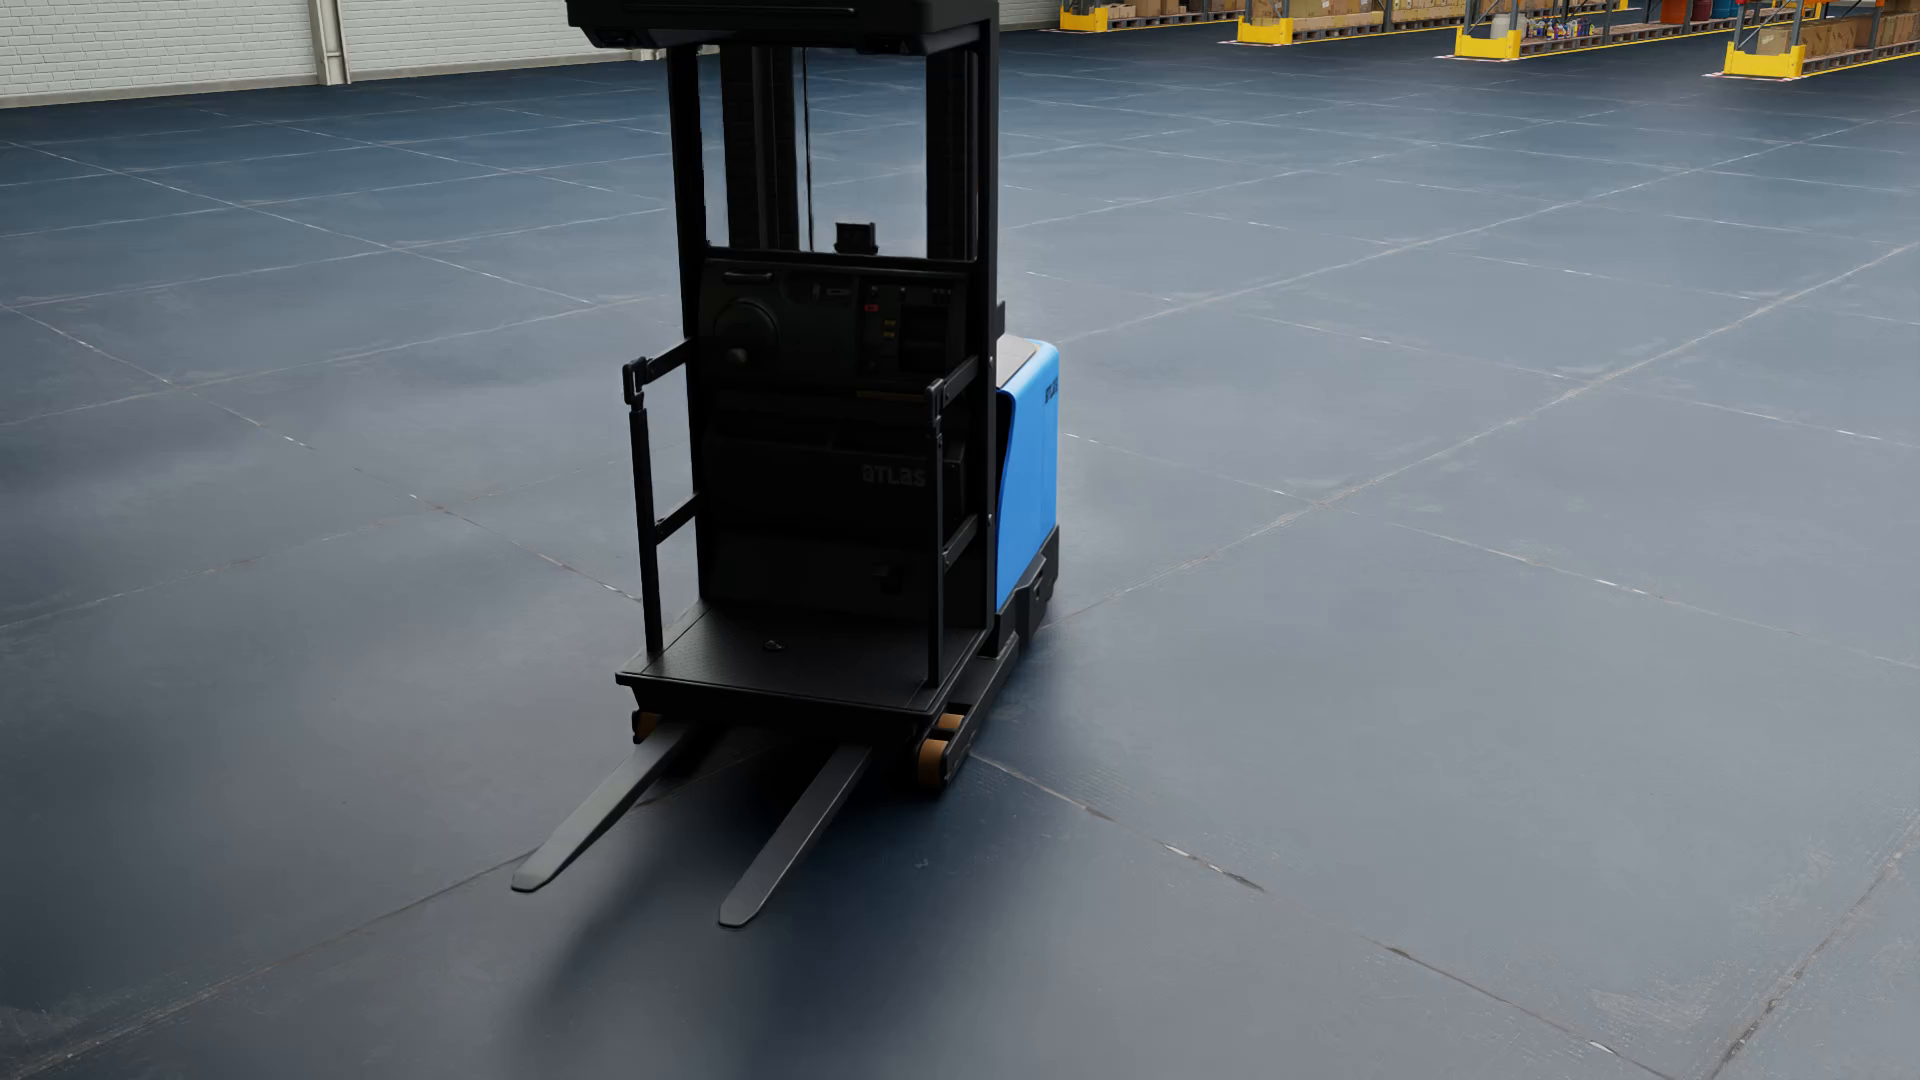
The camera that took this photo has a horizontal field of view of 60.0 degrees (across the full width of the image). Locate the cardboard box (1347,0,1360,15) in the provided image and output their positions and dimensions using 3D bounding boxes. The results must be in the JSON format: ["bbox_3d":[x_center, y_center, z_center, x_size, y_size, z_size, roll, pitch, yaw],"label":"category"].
[{"bbox_3d":[8.202,-11.520,35.569,0.500,0.500,0.500,19,28,41],"label":"cardboard box"}]

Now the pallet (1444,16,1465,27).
[{"bbox_3d":[11.261,-12.212,39.052,1.003,0.211,1.213,19,28,41],"label":"pallet"}]

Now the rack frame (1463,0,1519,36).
[{"bbox_3d":[9.828,-10.418,30.498,1.000,3.000,0.127,19,28,41],"label":"rack frame"}]

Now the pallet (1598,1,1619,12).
[{"bbox_3d":[16.835,-14.245,44.342,1.003,0.211,1.213,19,28,41],"label":"pallet"}]

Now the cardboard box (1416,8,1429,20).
[{"bbox_3d":[10.248,-11.906,37.617,0.500,0.250,0.500,18,28,39],"label":"cardboard box"}]

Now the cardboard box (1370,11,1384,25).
[{"bbox_3d":[8.905,-11.425,36.367,0.500,0.250,0.500,19,28,41],"label":"cardboard box"}]

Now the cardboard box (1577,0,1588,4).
[{"bbox_3d":[15.960,-14.268,43.380,0.797,0.503,0.637,19,28,41],"label":"cardboard box"}]

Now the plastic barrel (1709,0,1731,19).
[{"bbox_3d":[17.314,-12.402,37.998,0.600,0.901,0.708,19,28,41],"label":"plastic barrel"}]

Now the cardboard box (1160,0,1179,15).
[{"bbox_3d":[4.825,-12.687,39.274,0.500,0.500,0.500,17,27,37],"label":"cardboard box"}]

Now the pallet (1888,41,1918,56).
[{"bbox_3d":[17.561,-9.421,31.790,1.003,0.211,1.213,19,28,41],"label":"pallet"}]

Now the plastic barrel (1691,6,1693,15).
[{"bbox_3d":[16.068,-11.807,36.994,0.421,0.512,0.421,0,21,0],"label":"plastic barrel"}]

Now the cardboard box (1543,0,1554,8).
[{"bbox_3d":[14.514,-13.583,41.604,0.500,0.500,0.500,19,28,40],"label":"cardboard box"}]

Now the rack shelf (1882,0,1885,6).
[{"bbox_3d":[17.563,-10.385,31.415,1.077,0.370,4.000,19,28,41],"label":"rack shelf"}]

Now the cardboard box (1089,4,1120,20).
[{"bbox_3d":[3.277,-12.003,37.757,0.500,0.311,0.500,15,26,35],"label":"cardboard box"}]

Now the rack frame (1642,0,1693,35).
[{"bbox_3d":[15.409,-12.474,35.848,1.000,3.000,0.127,19,28,41],"label":"rack frame"}]

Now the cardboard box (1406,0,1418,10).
[{"bbox_3d":[9.892,-12.032,37.164,0.500,0.311,0.500,19,28,40],"label":"cardboard box"}]

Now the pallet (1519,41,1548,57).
[{"bbox_3d":[10.418,-9.355,31.620,1.003,0.211,1.213,19,28,41],"label":"pallet"}]

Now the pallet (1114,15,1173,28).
[{"bbox_3d":[4.226,-12.127,38.833,1.003,0.211,1.213,19,28,41],"label":"pallet"}]

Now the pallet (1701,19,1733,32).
[{"bbox_3d":[16.780,-11.698,37.715,1.003,0.211,1.213,19,28,41],"label":"pallet"}]

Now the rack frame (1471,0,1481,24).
[{"bbox_3d":[11.863,-13.715,39.076,1.000,3.000,0.127,19,28,41],"label":"rack frame"}]

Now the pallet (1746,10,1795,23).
[{"bbox_3d":[19.536,-12.715,40.361,1.003,0.211,1.213,19,28,41],"label":"pallet"}]

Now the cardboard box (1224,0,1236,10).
[{"bbox_3d":[6.347,-13.303,40.875,0.700,0.500,0.500,19,28,40],"label":"cardboard box"}]

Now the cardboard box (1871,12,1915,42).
[{"bbox_3d":[17.736,-9.803,31.769,0.500,0.500,0.700,-17,27,-38],"label":"cardboard box"}]

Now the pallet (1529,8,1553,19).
[{"bbox_3d":[14.113,-13.223,41.683,1.003,0.211,1.213,19,28,41],"label":"pallet"}]

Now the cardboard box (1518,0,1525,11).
[{"bbox_3d":[13.460,-13.198,40.603,0.500,0.500,0.500,18,27,39],"label":"cardboard box"}]

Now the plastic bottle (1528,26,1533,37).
[{"bbox_3d":[11.190,-9.966,32.610,0.097,0.201,0.097,0,21,0],"label":"plastic bottle"}]

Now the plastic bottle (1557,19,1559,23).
[{"bbox_3d":[11.953,-10.295,33.351,0.061,0.283,0.133,19,28,41],"label":"plastic bottle"}]

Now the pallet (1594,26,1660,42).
[{"bbox_3d":[13.990,-10.671,35.044,1.003,0.211,1.213,19,28,41],"label":"pallet"}]

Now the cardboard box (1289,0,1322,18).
[{"bbox_3d":[7.163,-11.132,34.559,0.500,0.500,0.500,19,28,41],"label":"cardboard box"}]

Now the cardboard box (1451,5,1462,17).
[{"bbox_3d":[11.313,-12.298,38.637,0.500,0.250,0.500,19,28,40],"label":"cardboard box"}]

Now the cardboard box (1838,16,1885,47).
[{"bbox_3d":[16.611,-9.398,30.714,0.700,0.500,0.500,17,27,37],"label":"cardboard box"}]

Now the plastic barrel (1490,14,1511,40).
[{"bbox_3d":[10.233,-9.641,31.359,0.421,0.512,0.421,0,21,0],"label":"plastic barrel"}]

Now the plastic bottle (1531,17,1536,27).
[{"bbox_3d":[11.330,-10.154,32.889,0.144,0.351,0.185,19,28,40],"label":"plastic bottle"}]

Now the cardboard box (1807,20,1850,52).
[{"bbox_3d":[15.466,-8.994,29.692,0.500,0.500,0.500,-11,23,-25],"label":"cardboard box"}]

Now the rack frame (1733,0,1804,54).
[{"bbox_3d":[13.377,-9.178,27.273,1.000,3.000,0.127,19,28,41],"label":"rack frame"}]

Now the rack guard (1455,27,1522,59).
[{"bbox_3d":[9.848,-9.282,31.028,1.175,0.500,0.348,19,28,41],"label":"rack guard"}]

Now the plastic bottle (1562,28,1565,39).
[{"bbox_3d":[11.694,-9.844,32.293,0.097,0.201,0.097,0,21,0],"label":"plastic bottle"}]

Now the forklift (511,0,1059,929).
[{"bbox_3d":[-0.483,-0.707,5.328,1.130,2.935,3.031,6,22,15],"label":"forklift"}]

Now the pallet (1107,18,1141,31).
[{"bbox_3d":[3.375,-11.815,38.021,1.003,0.211,1.213,19,28,41],"label":"pallet"}]

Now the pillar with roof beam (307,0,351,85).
[{"bbox_3d":[-6.874,-10.390,22.063,9.100,9.000,0.400,19,28,41],"label":"pillar with roof beam"}]

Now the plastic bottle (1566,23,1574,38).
[{"bbox_3d":[11.901,-9.969,32.514,0.135,0.276,0.152,-20,28,-41],"label":"plastic bottle"}]

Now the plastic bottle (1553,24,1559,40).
[{"bbox_3d":[11.487,-9.797,32.056,0.133,0.283,0.061,-20,28,-41],"label":"plastic bottle"}]

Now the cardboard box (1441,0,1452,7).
[{"bbox_3d":[10.962,-12.429,38.196,0.500,0.311,0.500,19,28,40],"label":"cardboard box"}]

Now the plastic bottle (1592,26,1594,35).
[{"bbox_3d":[12.589,-10.174,33.151,0.097,0.201,0.097,0,21,0],"label":"plastic bottle"}]

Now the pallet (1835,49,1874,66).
[{"bbox_3d":[15.724,-8.723,29.976,1.003,0.211,1.213,19,28,41],"label":"pallet"}]

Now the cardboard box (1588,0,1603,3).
[{"bbox_3d":[16.557,-14.255,43.701,0.500,0.250,0.500,19,28,41],"label":"cardboard box"}]

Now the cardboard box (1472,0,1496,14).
[{"bbox_3d":[12.385,-12.799,39.564,0.500,0.500,0.500,-19,28,-40],"label":"cardboard box"}]

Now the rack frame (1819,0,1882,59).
[{"bbox_3d":[16.167,-10.206,29.948,1.000,3.000,0.127,19,28,41],"label":"rack frame"}]

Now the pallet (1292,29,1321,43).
[{"bbox_3d":[6.785,-10.564,34.765,1.003,0.211,1.213,19,28,41],"label":"pallet"}]

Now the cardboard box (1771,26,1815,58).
[{"bbox_3d":[14.217,-8.526,28.475,0.500,0.500,0.500,-12,24,-28],"label":"cardboard box"}]

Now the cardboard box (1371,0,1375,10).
[{"bbox_3d":[9.149,-12.037,37.176,0.500,0.311,0.500,19,28,41],"label":"cardboard box"}]

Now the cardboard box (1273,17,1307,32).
[{"bbox_3d":[6.815,-10.653,34.358,0.500,0.250,0.500,19,28,41],"label":"cardboard box"}]

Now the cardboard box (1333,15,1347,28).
[{"bbox_3d":[7.863,-11.039,35.360,0.500,0.250,0.500,19,28,41],"label":"cardboard box"}]

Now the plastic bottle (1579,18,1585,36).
[{"bbox_3d":[12.242,-10.128,32.823,0.144,0.351,0.185,18,27,38],"label":"plastic bottle"}]

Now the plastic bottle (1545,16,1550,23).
[{"bbox_3d":[11.758,-10.311,33.300,0.185,0.351,0.144,-19,28,-41],"label":"plastic bottle"}]

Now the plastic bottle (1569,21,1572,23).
[{"bbox_3d":[12.118,-10.124,32.916,0.152,0.276,0.135,19,28,41],"label":"plastic bottle"}]

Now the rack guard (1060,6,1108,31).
[{"bbox_3d":[2.783,-11.750,37.449,1.175,0.500,0.348,19,28,41],"label":"rack guard"}]
